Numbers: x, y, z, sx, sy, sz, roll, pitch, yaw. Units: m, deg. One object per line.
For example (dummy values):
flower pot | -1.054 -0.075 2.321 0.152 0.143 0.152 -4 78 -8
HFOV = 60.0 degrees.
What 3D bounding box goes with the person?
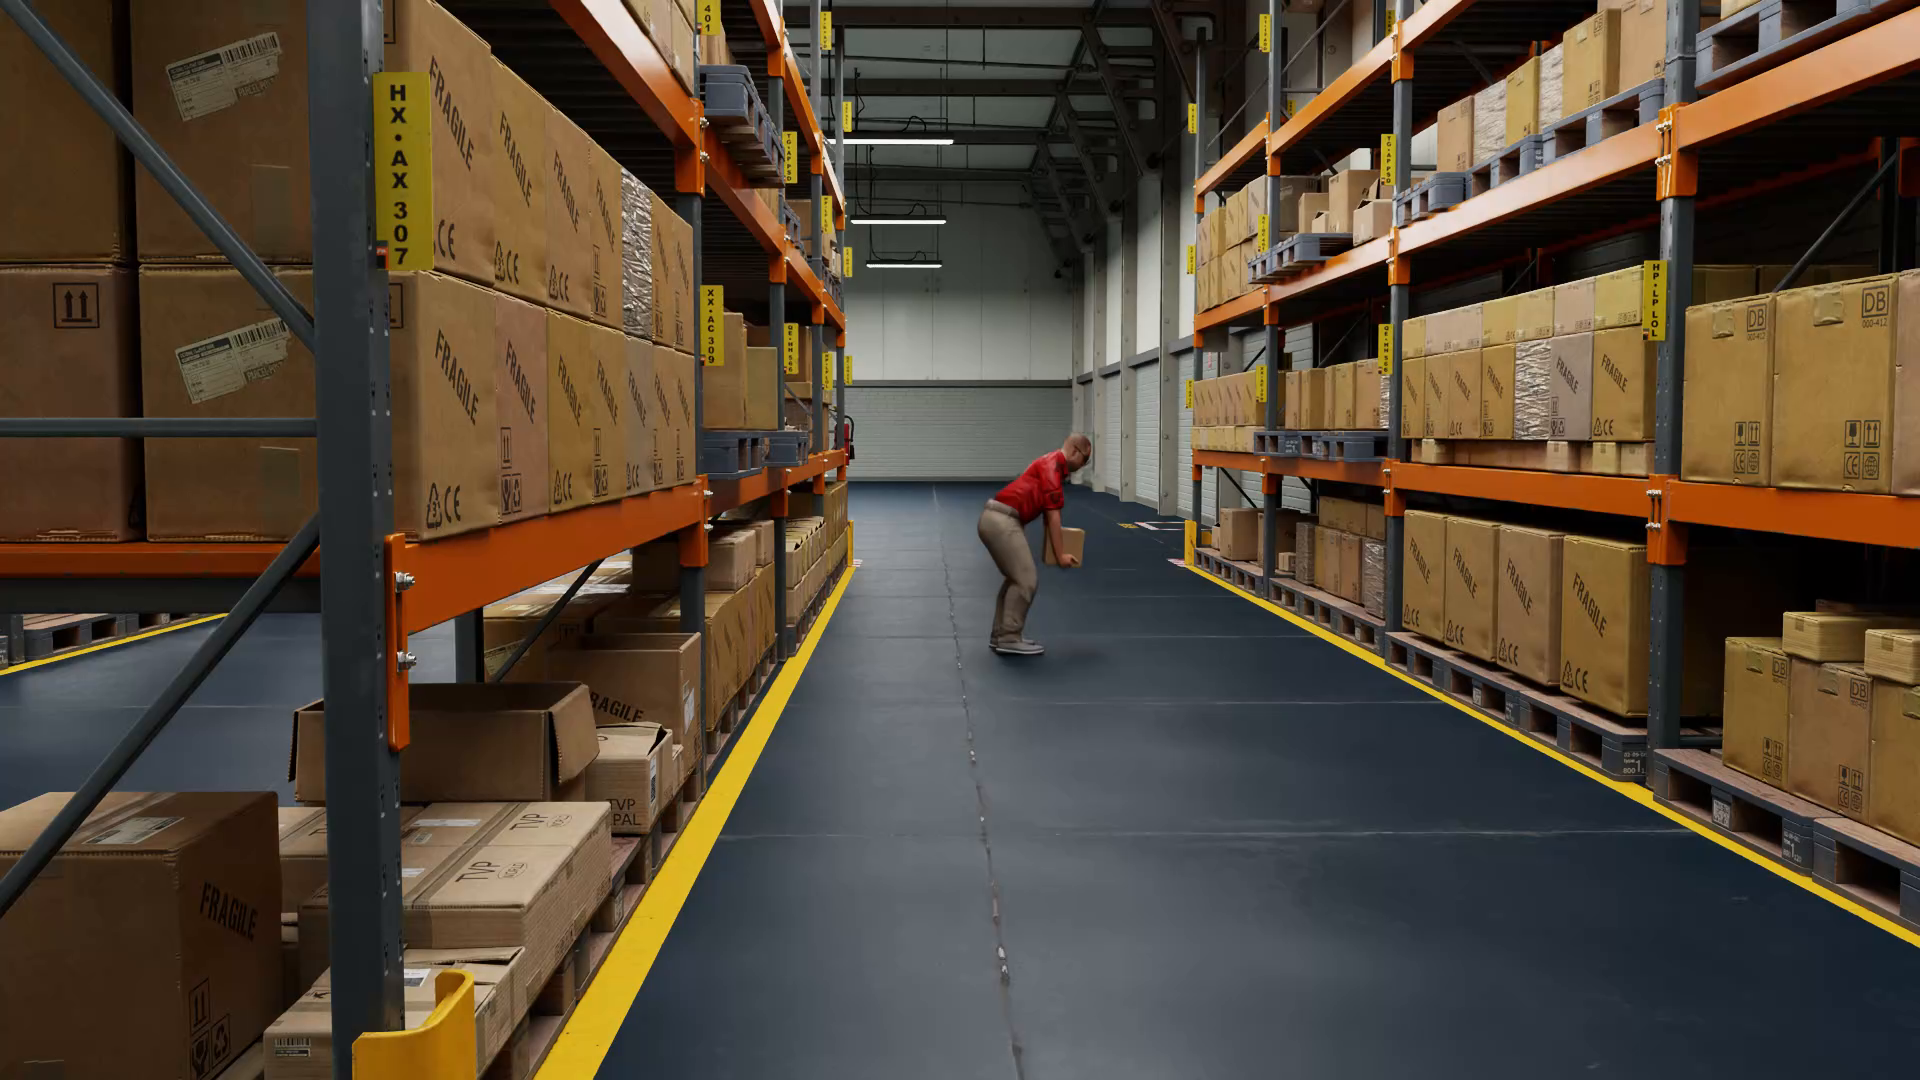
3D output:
person | 0.510 0.024 11.352 0.779 1.495 0.477 0 4 -3
